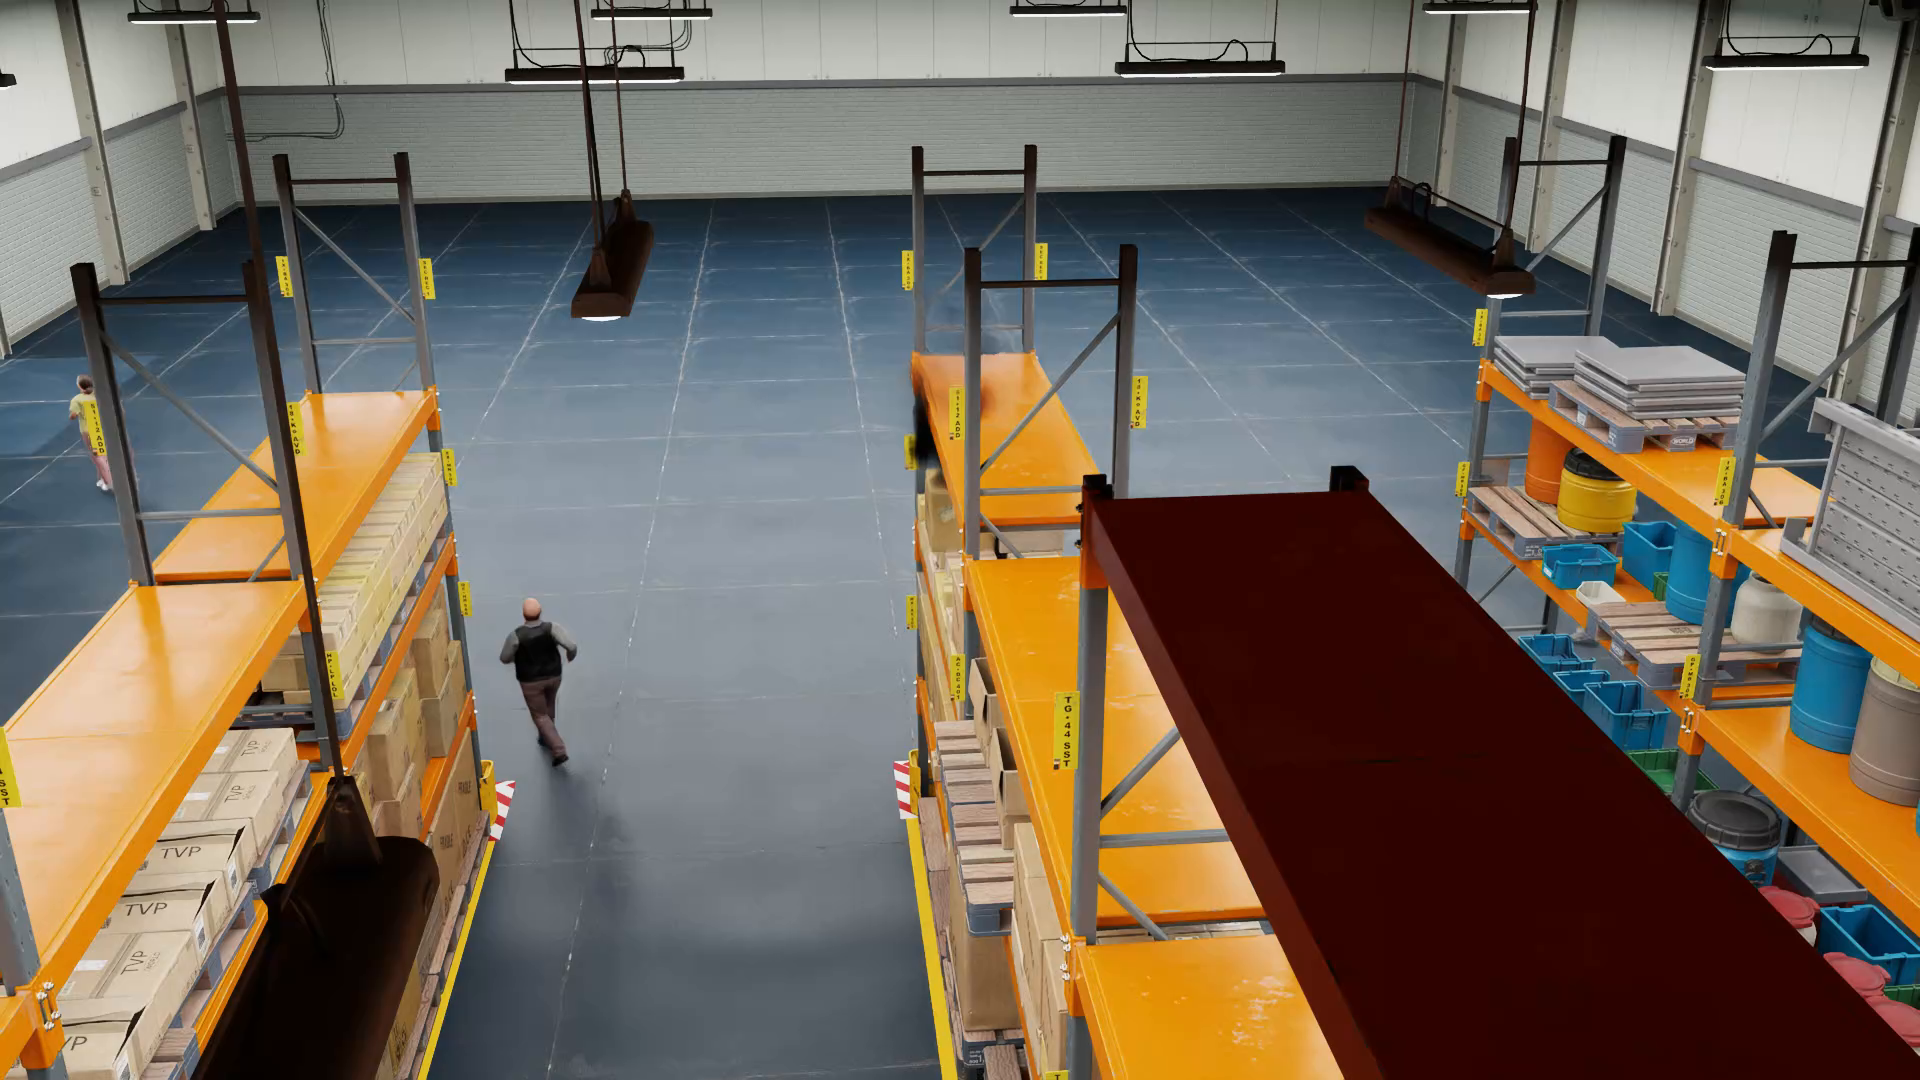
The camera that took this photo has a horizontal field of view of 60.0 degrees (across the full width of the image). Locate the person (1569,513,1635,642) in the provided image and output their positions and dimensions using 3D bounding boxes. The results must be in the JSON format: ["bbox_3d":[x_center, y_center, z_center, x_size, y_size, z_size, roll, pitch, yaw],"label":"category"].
[{"bbox_3d":[7.279,0.369,18.427,0.930,1.664,0.624,6,22,15],"label":"person"}]

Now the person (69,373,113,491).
[{"bbox_3d":[-12.024,-1.477,23.113,0.726,1.714,0.581,16,27,35],"label":"person"}]

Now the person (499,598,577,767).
[{"bbox_3d":[-4.032,1.348,15.904,0.694,1.744,0.893,-15,26,-34],"label":"person"}]
